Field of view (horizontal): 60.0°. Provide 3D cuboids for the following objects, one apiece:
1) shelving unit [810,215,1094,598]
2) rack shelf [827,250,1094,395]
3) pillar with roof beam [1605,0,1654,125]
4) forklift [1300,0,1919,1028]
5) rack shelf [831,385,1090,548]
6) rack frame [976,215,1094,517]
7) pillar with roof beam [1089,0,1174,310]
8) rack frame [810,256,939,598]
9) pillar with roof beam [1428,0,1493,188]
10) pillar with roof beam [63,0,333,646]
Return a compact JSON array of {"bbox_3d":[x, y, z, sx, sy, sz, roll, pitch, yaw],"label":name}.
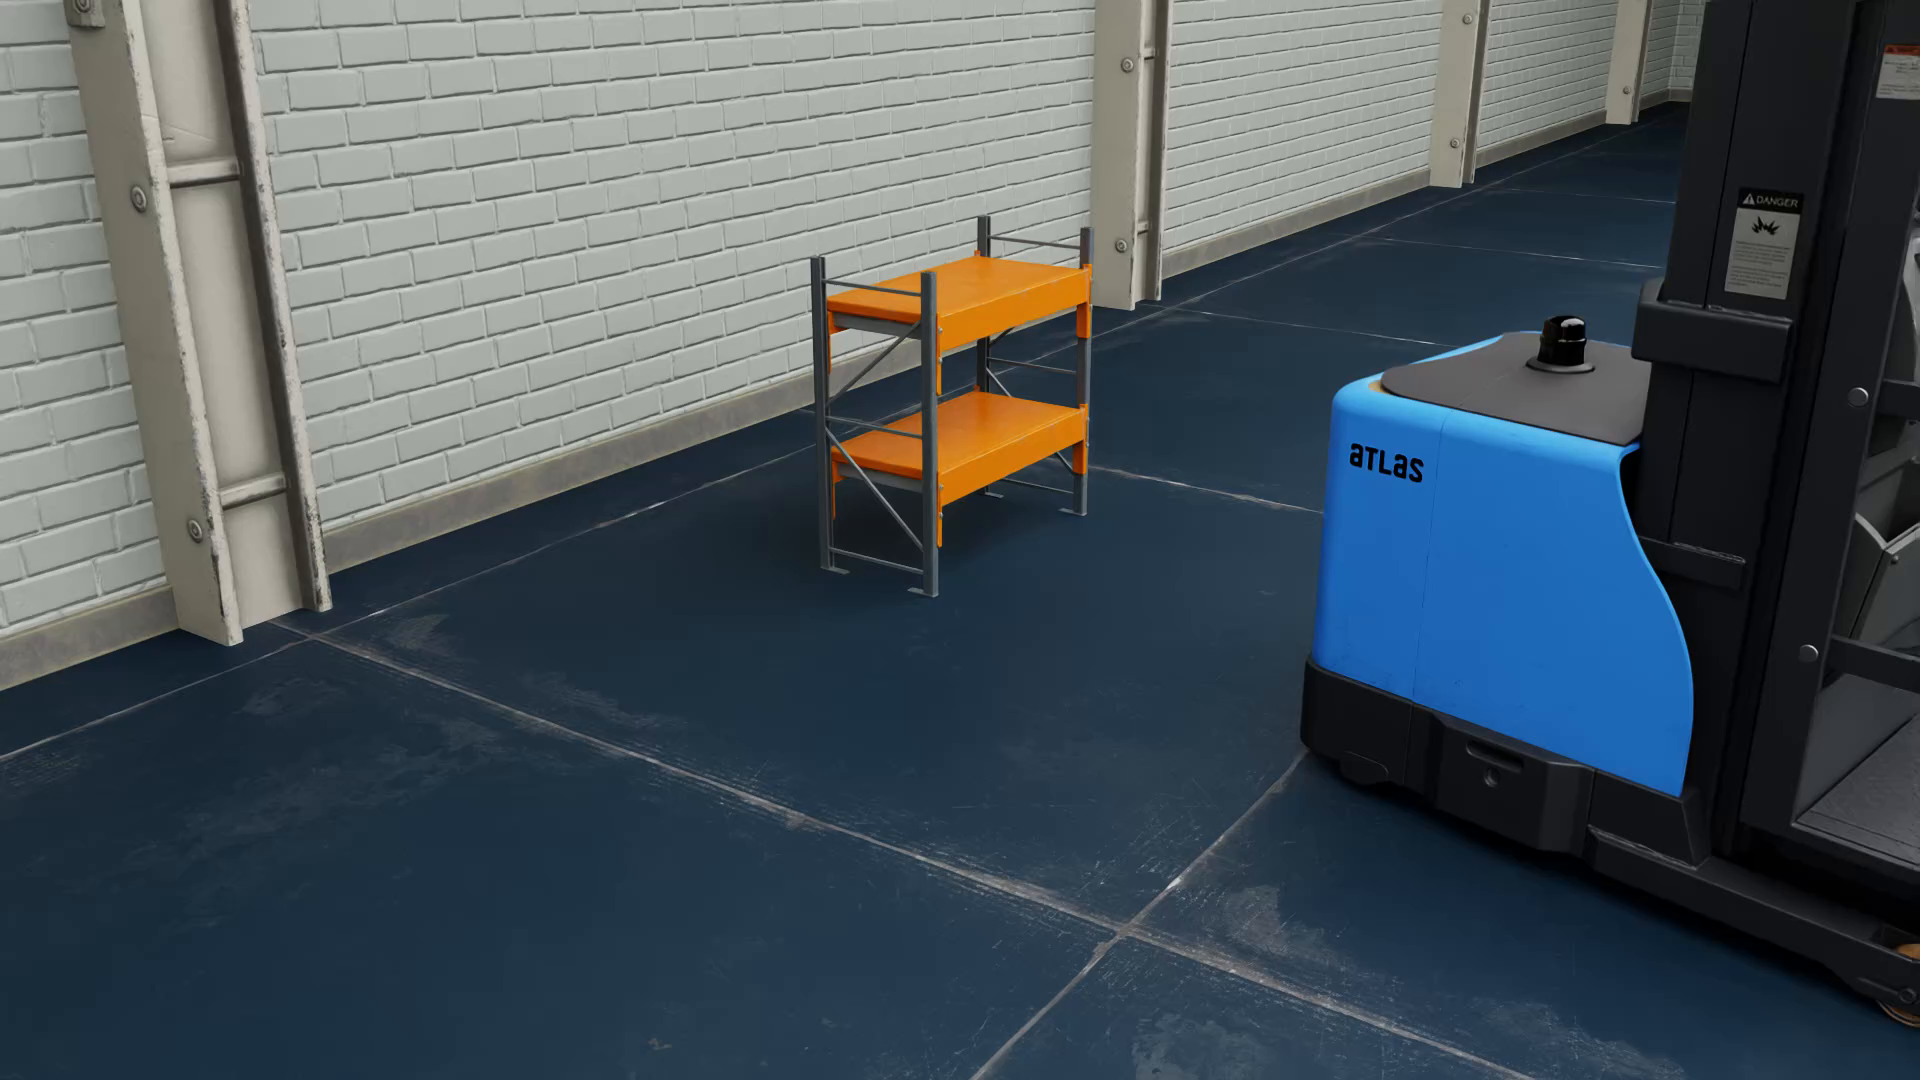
[{"bbox_3d":[-0.004,-0.526,6.065,0.538,1.125,1.048,13,24,32],"label":"shelving unit"},{"bbox_3d":[-0.004,-0.800,5.963,0.538,0.278,1.000,13,24,32],"label":"rack shelf"},{"bbox_3d":[11.315,-8.290,15.705,9.100,9.000,0.400,13,24,32],"label":"pillar with roof beam"},{"bbox_3d":[2.317,-0.505,3.405,1.130,2.935,3.031,-18,27,-40],"label":"forklift"},{"bbox_3d":[-0.004,-0.296,6.149,0.538,0.278,1.000,13,24,32],"label":"rack shelf"},{"bbox_3d":[0.282,-0.671,6.459,0.500,1.125,0.032,13,24,32],"label":"rack frame"},{"bbox_3d":[4.569,-4.847,6.397,9.100,9.000,0.400,13,24,32],"label":"pillar with roof beam"},{"bbox_3d":[-0.290,-0.380,5.670,0.500,1.125,0.032,13,24,32],"label":"rack frame"},{"bbox_3d":[7.942,-6.568,11.051,9.100,9.000,0.400,13,24,32],"label":"pillar with roof beam"},{"bbox_3d":[1.197,-3.125,1.743,9.100,9.000,0.400,13,24,32],"label":"pillar with roof beam"}]
